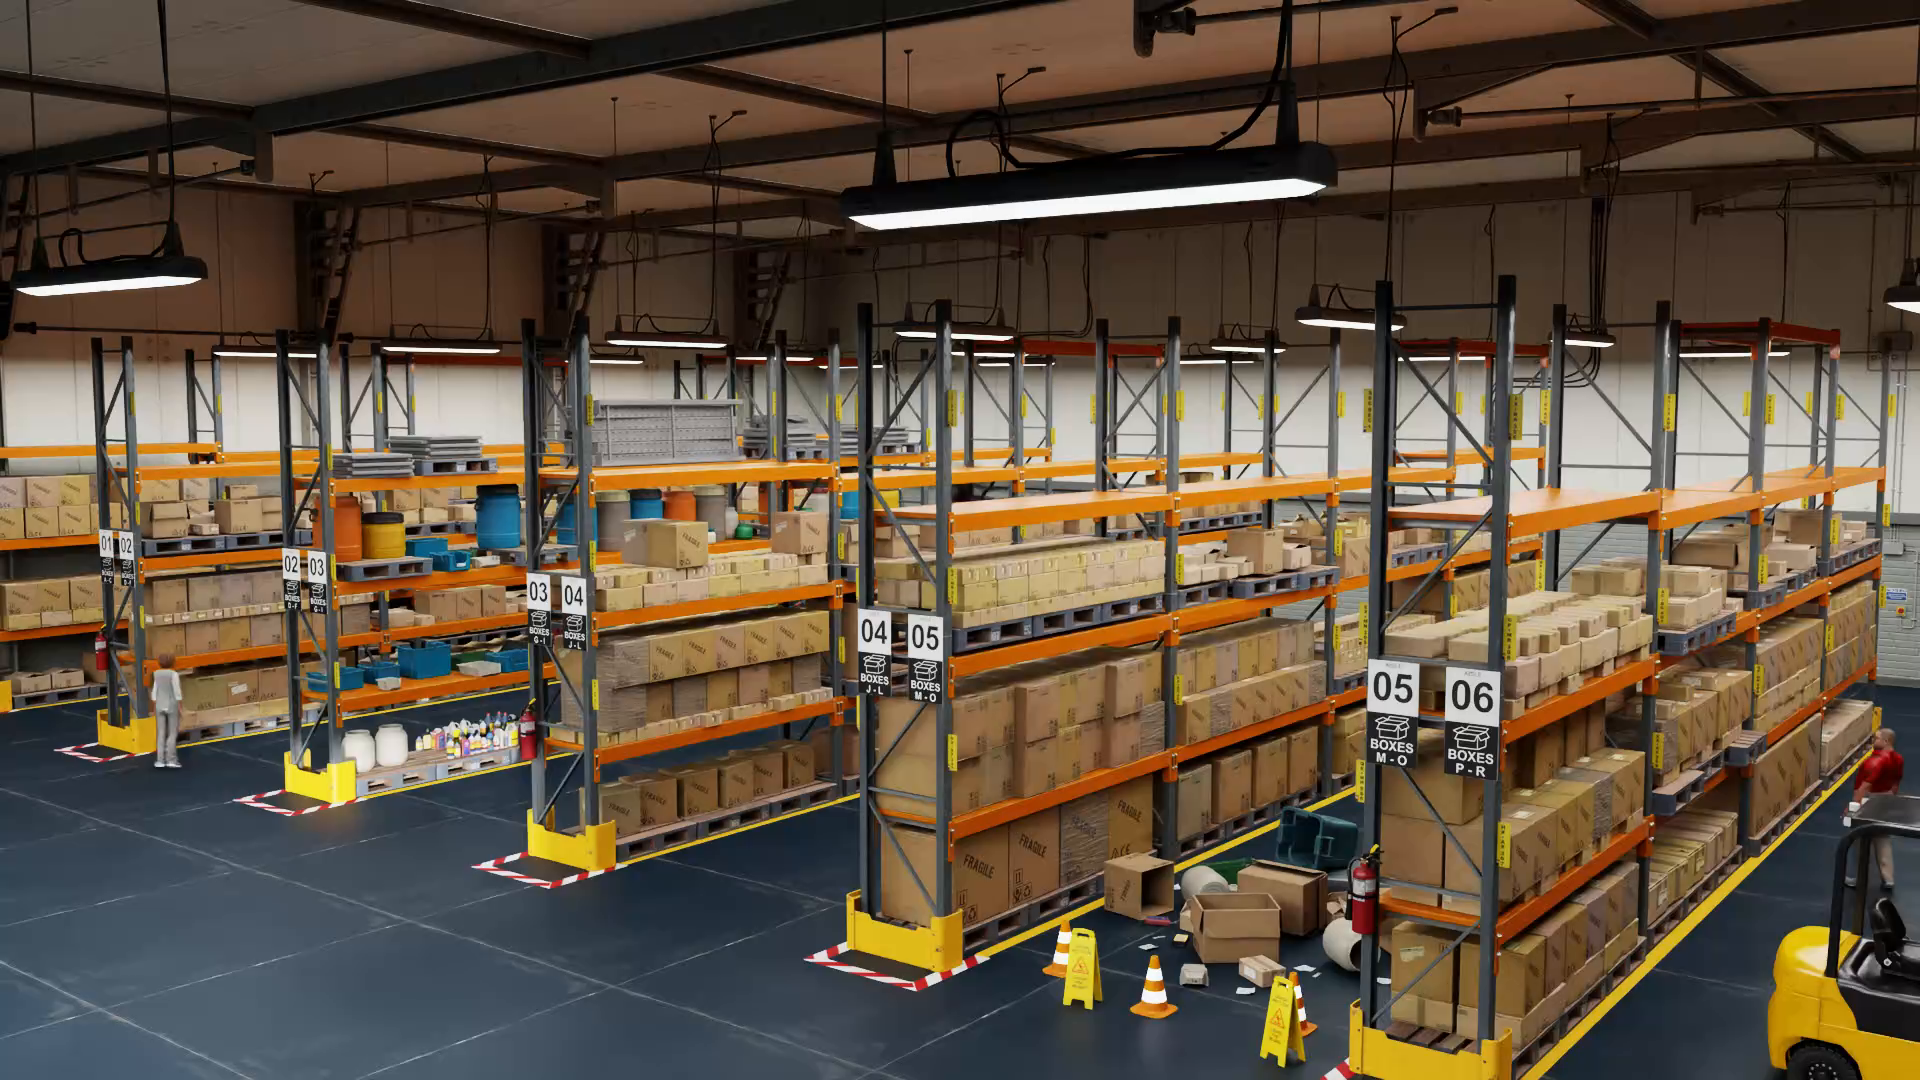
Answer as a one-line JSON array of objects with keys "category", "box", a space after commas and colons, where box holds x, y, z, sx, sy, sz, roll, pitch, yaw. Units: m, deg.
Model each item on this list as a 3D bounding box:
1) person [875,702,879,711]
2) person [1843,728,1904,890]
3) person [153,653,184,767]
[{"category": "person", "box": [-1.418, 1.819, 26.438, 0.465, 1.778, 0.620, 3, 6, 33]}, {"category": "person", "box": [9.503, 2.823, 17.335, 0.601, 1.772, 0.496, -1, 5, -12]}, {"category": "person", "box": [-11.016, 2.372, 23.080, 0.505, 1.633, 0.366, 1, 5, 14]}]
